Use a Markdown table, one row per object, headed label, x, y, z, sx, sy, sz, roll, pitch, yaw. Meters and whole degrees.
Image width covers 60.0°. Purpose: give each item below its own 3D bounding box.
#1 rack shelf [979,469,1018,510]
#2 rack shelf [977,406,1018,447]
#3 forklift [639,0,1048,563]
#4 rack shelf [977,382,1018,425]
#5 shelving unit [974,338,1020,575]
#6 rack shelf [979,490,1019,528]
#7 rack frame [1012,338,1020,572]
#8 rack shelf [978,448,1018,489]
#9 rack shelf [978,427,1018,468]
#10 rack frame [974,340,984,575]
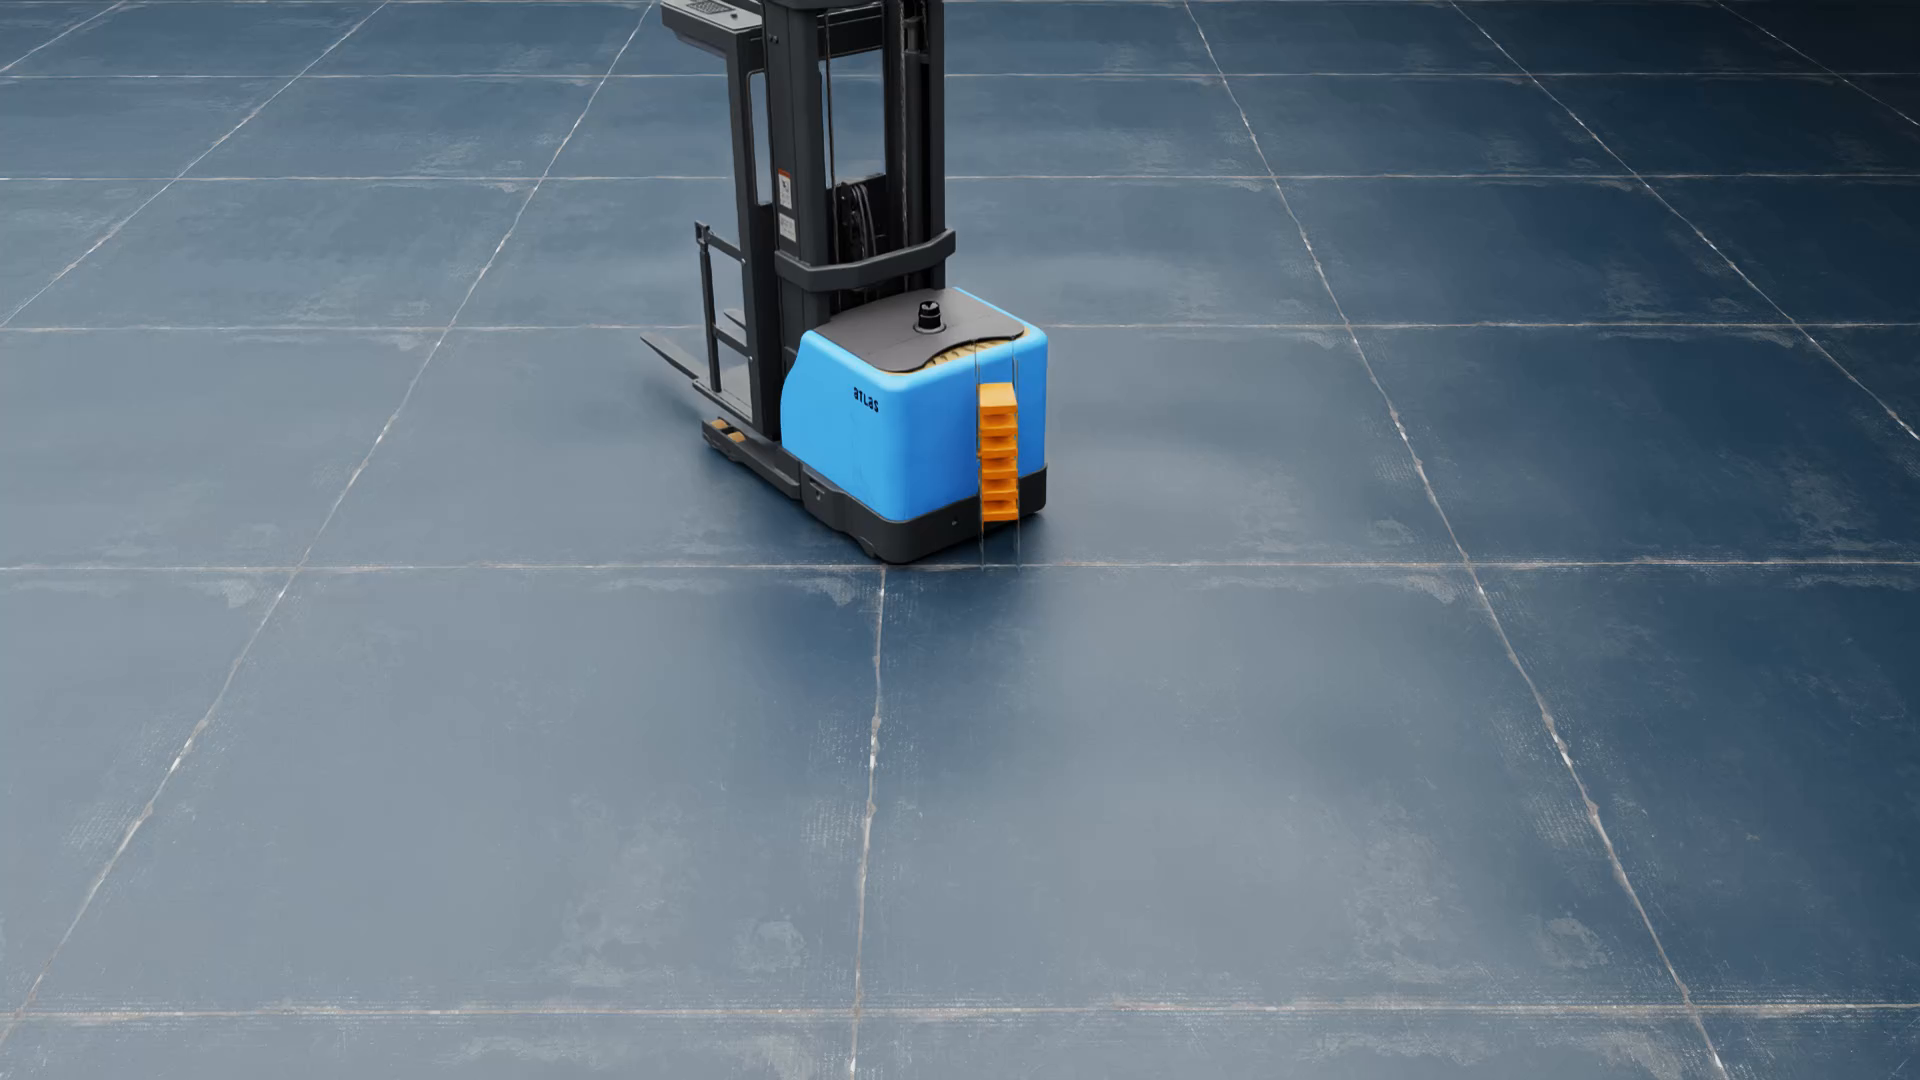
| label | x | y | z | sx | sy | sz | roll | pitch | yaw |
| --- | --- | --- | --- | --- | --- | --- | --- | --- | --- |
| rack shelf | 0.190 | -0.262 | 8.333 | 0.180 | 0.103 | 0.258 | -3 | 32 | -3 |
| rack shelf | 0.181 | -0.566 | 8.142 | 0.180 | 0.103 | 0.258 | -3 | 32 | -3 |
| forklift | -0.832 | -1.841 | 8.958 | 1.130 | 2.935 | 3.031 | -22 | 37 | -31 |
| rack shelf | 0.178 | -0.668 | 8.078 | 0.180 | 0.103 | 0.258 | -3 | 32 | -3 |
| shelving unit | 0.186 | -0.401 | 8.246 | 0.189 | 1.200 | 0.258 | -3 | 32 | -3 |
| rack shelf | 0.194 | -0.160 | 8.397 | 0.180 | 0.103 | 0.258 | -3 | 32 | -3 |
| rack frame | 0.277 | -0.406 | 8.250 | 0.006 | 1.200 | 0.240 | -3 | 32 | -3 |
| rack shelf | 0.187 | -0.363 | 8.269 | 0.180 | 0.103 | 0.258 | -3 | 32 | -3 |
| rack shelf | 0.184 | -0.465 | 8.206 | 0.180 | 0.103 | 0.258 | -3 | 32 | -3 |
| rack frame | 0.095 | -0.396 | 8.242 | 0.006 | 1.200 | 0.240 | -3 | 32 | -3 |
